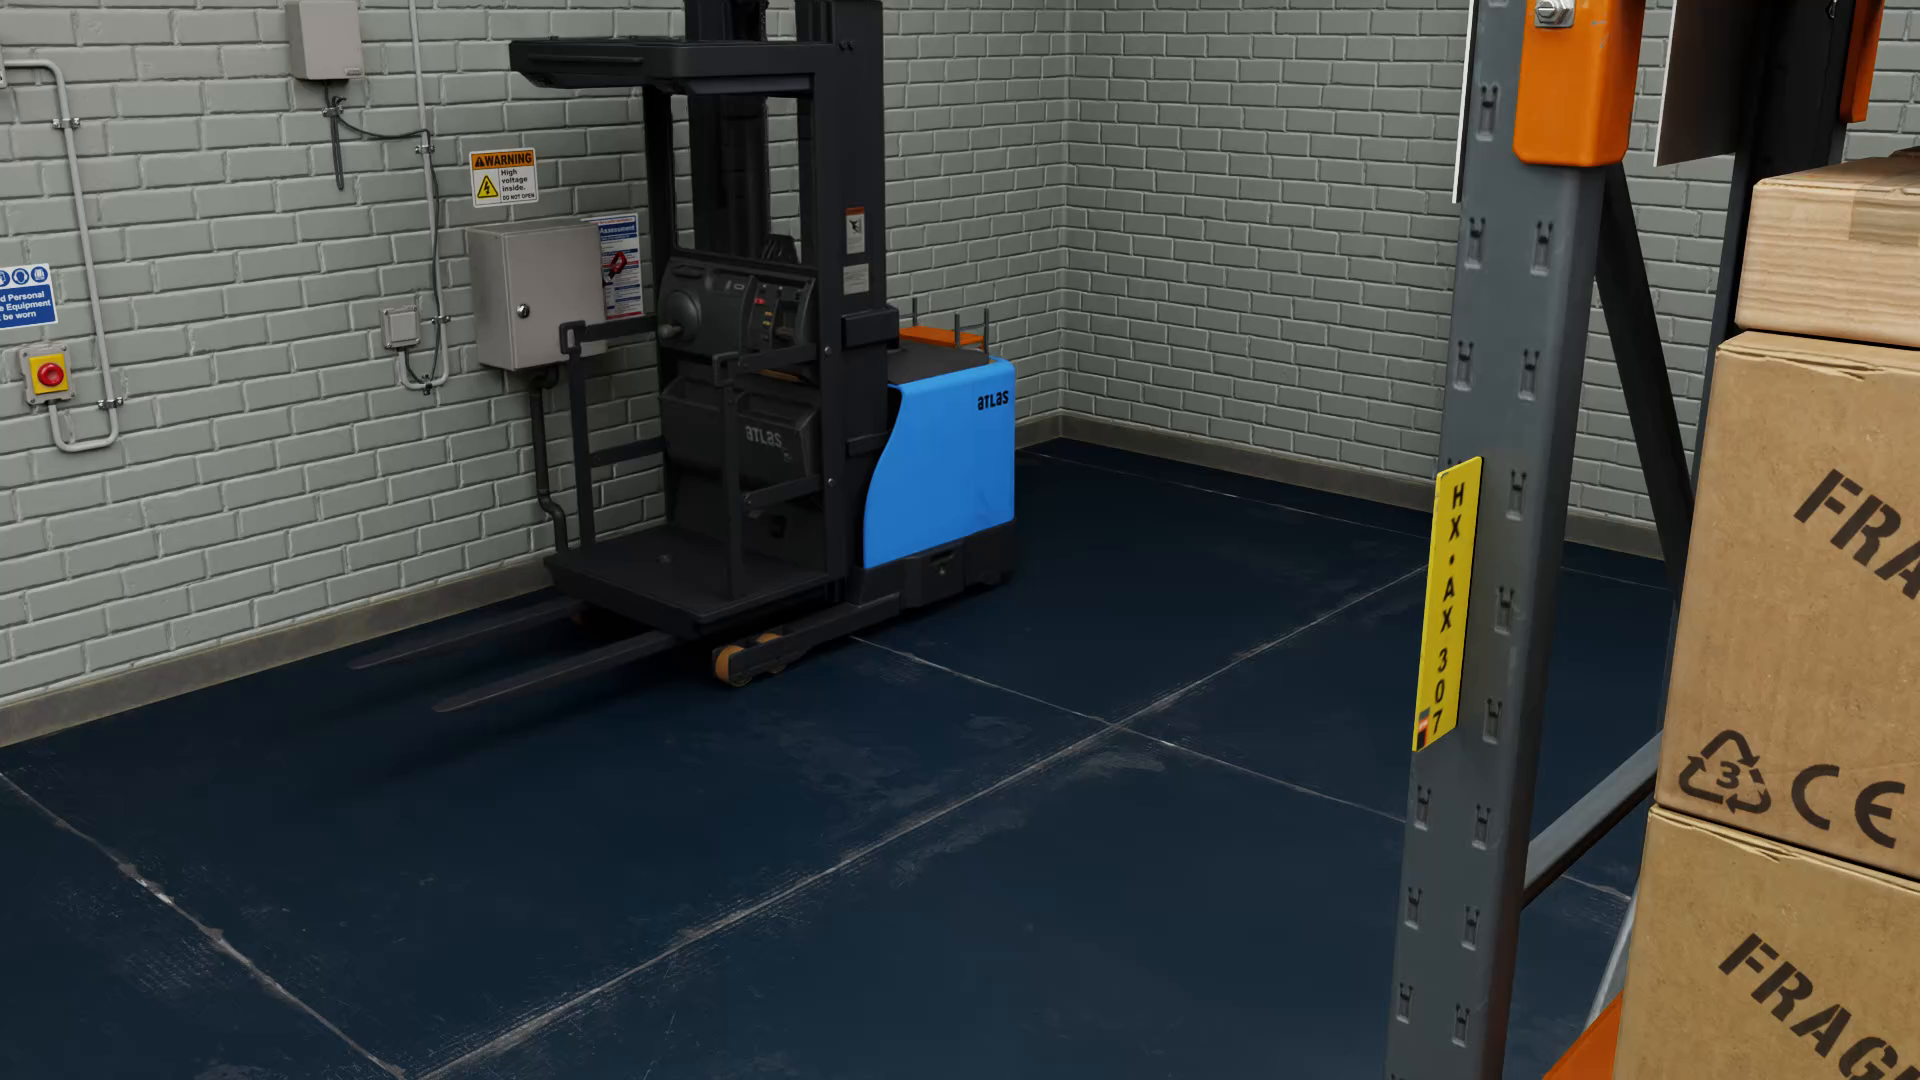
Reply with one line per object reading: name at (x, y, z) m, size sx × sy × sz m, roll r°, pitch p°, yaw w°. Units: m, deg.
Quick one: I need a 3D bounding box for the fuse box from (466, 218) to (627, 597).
fuse box at (-1.812, -0.559, 7.545) m, size 0.414 × 1.711 × 0.539 m, roll 15°, pitch 23°, yaw 39°

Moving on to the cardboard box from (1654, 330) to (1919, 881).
cardboard box at (1.087, 0.036, 1.721) m, size 0.500 × 0.500 × 0.500 m, roll 14°, pitch 23°, yaw 38°

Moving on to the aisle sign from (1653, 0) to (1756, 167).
aisle sign at (1.069, -0.924, 2.267) m, size 0.004 × 0.787 × 0.394 m, roll 15°, pitch 23°, yaw 39°

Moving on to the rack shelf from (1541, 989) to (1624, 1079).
rack shelf at (2.413, 1.144, 1.237) m, size 4.000 × 0.370 × 1.077 m, roll 15°, pitch 23°, yaw 39°

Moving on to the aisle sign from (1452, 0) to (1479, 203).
aisle sign at (0.671, -0.788, 1.839) m, size 0.004 × 0.787 × 0.394 m, roll 15°, pitch 23°, yaw 39°

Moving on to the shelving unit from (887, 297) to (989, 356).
shelving unit at (-0.124, -0.605, 8.535) m, size 0.503 × 1.200 × 0.258 m, roll 15°, pitch 23°, yaw 39°

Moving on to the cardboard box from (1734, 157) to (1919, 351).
cardboard box at (0.999, -0.300, 1.707) m, size 0.250 × 0.149 × 0.380 m, roll 16°, pitch 23°, yaw 40°

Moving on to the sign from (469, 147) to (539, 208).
sign at (-2.004, -1.596, 7.316) m, size 0.001 × 0.242 × 0.339 m, roll 15°, pitch 23°, yaw 39°

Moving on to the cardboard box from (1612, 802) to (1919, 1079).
cardboard box at (1.085, 0.513, 1.870) m, size 0.500 × 0.500 × 0.500 m, roll 15°, pitch 23°, yaw 39°

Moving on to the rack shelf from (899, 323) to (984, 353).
rack shelf at (-0.124, -0.980, 8.416) m, size 0.480 × 0.148 × 0.258 m, roll 15°, pitch 23°, yaw 39°

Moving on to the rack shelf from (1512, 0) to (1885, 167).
rack shelf at (2.413, -0.286, 0.784) m, size 4.000 × 0.370 × 1.077 m, roll 15°, pitch 23°, yaw 39°

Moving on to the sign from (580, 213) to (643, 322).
sign at (-1.639, -1.281, 7.847) m, size 0.001 × 0.494 × 0.329 m, roll 15°, pitch 23°, yaw 39°

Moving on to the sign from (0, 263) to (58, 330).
sign at (-3.394, -0.857, 5.908) m, size 0.001 × 0.218 × 0.327 m, roll 15°, pitch 23°, yaw 39°

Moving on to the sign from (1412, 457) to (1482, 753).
sign at (0.544, 0.074, 1.859) m, size 0.005 × 0.325 × 0.100 m, roll 15°, pitch 23°, yaw 39°

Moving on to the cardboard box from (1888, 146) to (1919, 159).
cardboard box at (1.318, -0.407, 2.045) m, size 0.250 × 0.149 × 0.380 m, roll 15°, pitch 23°, yaw 40°

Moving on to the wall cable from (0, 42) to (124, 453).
wall cable at (-3.316, -1.226, 5.786) m, size 0.123 × 1.953 × 0.585 m, roll 15°, pitch 23°, yaw 39°

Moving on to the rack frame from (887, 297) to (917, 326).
rack frame at (-0.306, -0.654, 8.689) m, size 0.015 × 1.200 × 0.240 m, roll 15°, pitch 23°, yaw 39°

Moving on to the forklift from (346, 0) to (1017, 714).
forklift at (-1.088, -0.975, 6.839) m, size 1.130 × 2.935 × 3.031 m, roll 15°, pitch 23°, yaw 40°

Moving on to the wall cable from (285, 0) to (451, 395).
wall cable at (-2.383, -1.535, 6.809) m, size 0.122 × 1.984 × 0.588 m, roll 15°, pitch 23°, yaw 39°

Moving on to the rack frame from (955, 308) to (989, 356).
rack frame at (0.059, -0.556, 8.381) m, size 0.015 × 1.200 × 0.240 m, roll 15°, pitch 23°, yaw 39°
